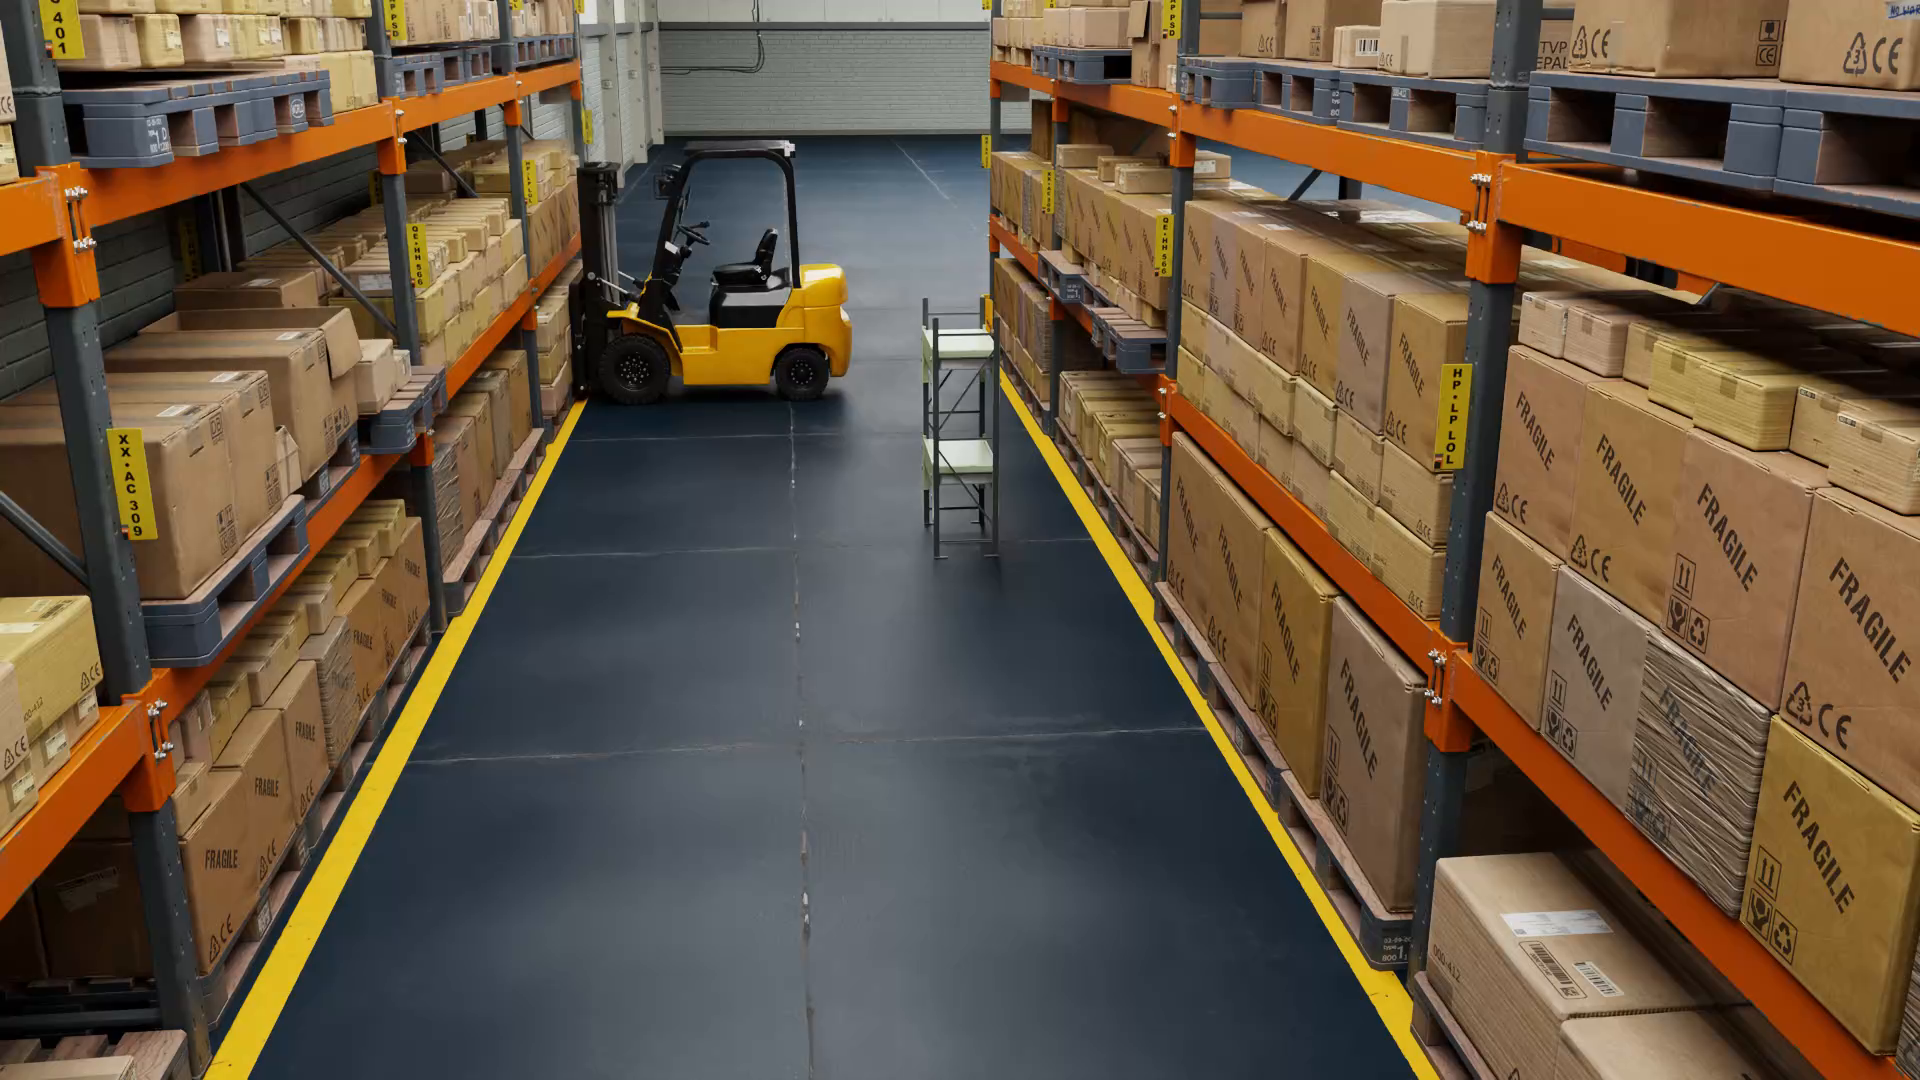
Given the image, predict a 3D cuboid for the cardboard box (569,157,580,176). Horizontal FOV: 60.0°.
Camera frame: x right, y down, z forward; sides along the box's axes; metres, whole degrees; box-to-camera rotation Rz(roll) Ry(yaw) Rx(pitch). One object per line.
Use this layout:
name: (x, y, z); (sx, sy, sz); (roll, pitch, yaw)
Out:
cardboard box: (-3.762, -3.488, 15.528); (0.380, 0.149, 0.250); (-1, 17, -5)

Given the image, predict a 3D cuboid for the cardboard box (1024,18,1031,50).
cardboard box: (0.812, -4.191, 13.763); (0.500, 0.250, 0.500); (-2, 18, -7)

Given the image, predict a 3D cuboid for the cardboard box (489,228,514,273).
cardboard box: (-3.355, -1.984, 11.405); (0.500, 0.250, 0.500); (-2, 18, -7)

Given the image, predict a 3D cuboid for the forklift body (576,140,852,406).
forklift body: (-2.122, -2.387, 14.689); (2.313, 2.155, 1.214); (-2, 18, -6)

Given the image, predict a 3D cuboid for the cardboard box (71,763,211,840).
cardboard box: (-2.667, 0.843, 5.375); (0.380, 0.149, 0.250); (-1, 17, -3)

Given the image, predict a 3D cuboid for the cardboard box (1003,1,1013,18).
cardboard box: (0.596, -4.806, 15.059); (0.380, 0.149, 0.250); (-2, 18, -6)

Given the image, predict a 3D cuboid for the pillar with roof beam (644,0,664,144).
pillar with roof beam: (-3.769, -14.998, 43.427); (9.100, 9.000, 0.400); (-2, 18, -6)

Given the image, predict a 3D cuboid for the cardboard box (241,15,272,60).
cardboard box: (-2.655, -1.766, 5.838); (0.380, 0.149, 0.250); (-1, 17, -4)

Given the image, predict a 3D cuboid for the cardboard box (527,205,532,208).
cardboard box: (-3.519, -2.646, 12.848); (0.380, 0.149, 0.250); (-1, 17, -4)

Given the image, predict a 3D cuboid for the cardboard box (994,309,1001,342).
cardboard box: (0.613, -2.094, 16.230); (0.500, 0.250, 0.500); (-2, 18, -6)

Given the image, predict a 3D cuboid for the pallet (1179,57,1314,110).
pallet: (1.749, -2.222, 8.055); (1.213, 0.211, 1.003); (-1, 17, -3)

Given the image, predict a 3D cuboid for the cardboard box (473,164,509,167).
cardboard box: (-3.610, -2.863, 13.041); (0.380, 0.149, 0.250); (-2, 18, -7)

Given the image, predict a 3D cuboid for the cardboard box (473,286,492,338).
cardboard box: (-3.269, -1.443, 10.516); (0.500, 0.250, 0.500); (-1, 17, -4)

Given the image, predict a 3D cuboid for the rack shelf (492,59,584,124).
rack shelf: (-3.926, -3.792, 13.942); (1.077, 0.370, 4.000); (-2, 18, -6)

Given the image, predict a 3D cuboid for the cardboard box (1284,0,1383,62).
cardboard box: (1.921, -2.461, 7.634); (0.700, 0.500, 0.500); (-3, 18, -8)

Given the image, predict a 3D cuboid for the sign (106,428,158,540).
sign: (-2.356, -0.157, 4.725); (0.100, 0.325, 0.005); (-2, 18, -6)

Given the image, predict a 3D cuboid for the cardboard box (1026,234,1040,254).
cardboard box: (0.773, -2.532, 14.154); (0.380, 0.149, 0.250); (-2, 18, -6)

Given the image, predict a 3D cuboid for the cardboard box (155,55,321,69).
cardboard box: (-2.908, -1.832, 6.748); (0.500, 0.250, 0.500); (-2, 18, -6)

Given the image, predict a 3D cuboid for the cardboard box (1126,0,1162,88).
cardboard box: (1.444, -3.005, 10.062); (0.797, 0.503, 0.637); (-2, 18, -6)

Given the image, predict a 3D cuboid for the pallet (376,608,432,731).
pallet: (-3.268, 0.637, 8.295); (1.003, 0.211, 1.213); (-2, 18, -6)

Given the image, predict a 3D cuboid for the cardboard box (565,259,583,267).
cardboard box: (-3.775, -2.538, 15.975); (0.500, 0.250, 0.500); (-1, 17, -4)

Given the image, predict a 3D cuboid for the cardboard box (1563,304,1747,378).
cardboard box: (1.859, -0.536, 4.457); (0.380, 0.149, 0.250); (-2, 17, -5)

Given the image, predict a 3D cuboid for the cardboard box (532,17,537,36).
cardboard box: (-3.543, -4.040, 13.081); (0.380, 0.149, 0.250); (-1, 17, -4)

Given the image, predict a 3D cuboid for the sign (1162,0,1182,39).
sign: (1.090, -2.733, 8.503); (0.100, 0.325, 0.005); (-2, 18, -6)

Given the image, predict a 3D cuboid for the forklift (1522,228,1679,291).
forklift: (3.384, -1.220, 9.671); (1.130, 2.935, 3.031); (-1, 17, -4)

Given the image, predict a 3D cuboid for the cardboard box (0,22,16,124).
cardboard box: (-2.596, -1.091, 3.889); (0.500, 0.250, 0.500); (-2, 18, -5)

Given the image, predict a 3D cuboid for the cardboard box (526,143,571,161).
cardboard box: (-3.775, -3.550, 15.229); (0.380, 0.149, 0.250); (-1, 17, -4)

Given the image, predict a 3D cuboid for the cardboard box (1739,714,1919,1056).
cardboard box: (1.976, 0.673, 3.360); (0.500, 0.500, 0.500); (-1, 17, -4)

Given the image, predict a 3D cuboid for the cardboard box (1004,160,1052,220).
cardboard box: (0.688, -3.189, 15.163); (0.500, 0.500, 0.500); (-2, 18, -7)

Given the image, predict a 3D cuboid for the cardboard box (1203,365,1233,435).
cardboard box: (1.500, -0.694, 8.129); (0.500, 0.250, 0.500); (-2, 18, -7)

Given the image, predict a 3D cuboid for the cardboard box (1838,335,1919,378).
cardboard box: (2.370, -0.401, 4.026); (0.380, 0.149, 0.250); (-2, 18, -6)

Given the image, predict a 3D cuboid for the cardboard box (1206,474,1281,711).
cardboard box: (1.706, 0.216, 7.827); (0.875, 0.875, 0.875); (-2, 17, -5)

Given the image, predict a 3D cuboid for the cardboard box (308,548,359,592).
cardboard box: (-2.980, 0.145, 7.595); (0.380, 0.149, 0.250); (-1, 17, -4)

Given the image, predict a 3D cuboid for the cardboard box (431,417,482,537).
cardboard box: (-3.433, -0.365, 10.095); (0.875, 0.625, 0.625); (-1, 17, -4)

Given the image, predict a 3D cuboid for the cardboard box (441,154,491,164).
cardboard box: (-4.148, -3.152, 13.964); (0.380, 0.149, 0.250); (-1, 17, -4)

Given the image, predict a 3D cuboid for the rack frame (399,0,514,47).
rack frame: (-3.720, -4.971, 11.487); (1.000, 3.000, 0.127); (-2, 18, -6)

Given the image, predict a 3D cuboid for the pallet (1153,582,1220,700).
pallet: (1.636, 0.496, 8.744); (1.003, 0.211, 1.213); (-2, 18, -6)

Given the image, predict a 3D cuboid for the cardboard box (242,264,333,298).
cardboard box: (-3.542, -1.365, 8.766); (0.380, 0.149, 0.250); (-1, 17, -4)

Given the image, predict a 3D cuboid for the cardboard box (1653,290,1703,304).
cardboard box: (2.283, -0.544, 5.567); (0.500, 0.500, 0.500); (-2, 17, -5)

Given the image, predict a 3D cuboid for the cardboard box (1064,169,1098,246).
cardboard box: (1.032, -2.355, 11.807); (0.500, 0.500, 0.500); (-2, 18, -5)

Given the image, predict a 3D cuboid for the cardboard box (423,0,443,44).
cardboard box: (-3.291, -3.014, 9.228); (0.700, 0.500, 0.500); (-2, 18, -7)

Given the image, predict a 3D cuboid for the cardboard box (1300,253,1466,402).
cardboard box: (1.653, -0.835, 6.494); (0.500, 0.500, 0.500); (-1, 17, -4)

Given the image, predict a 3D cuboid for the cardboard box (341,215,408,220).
cardboard box: (-3.849, -2.048, 10.943); (0.380, 0.149, 0.250); (-2, 18, -6)

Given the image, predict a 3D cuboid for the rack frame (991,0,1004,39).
rack frame: (0.805, -6.317, 15.775); (1.000, 3.000, 0.127); (-2, 18, -6)

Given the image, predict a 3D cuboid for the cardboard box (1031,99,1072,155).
cardboard box: (1.074, -3.976, 16.001); (0.700, 0.500, 0.500); (-2, 18, -7)

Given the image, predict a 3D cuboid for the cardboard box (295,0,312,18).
cardboard box: (-2.872, -2.204, 6.769); (0.380, 0.149, 0.250); (-2, 18, -7)

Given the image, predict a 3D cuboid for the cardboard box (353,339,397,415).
cardboard box: (-2.876, -0.741, 7.580); (0.500, 0.250, 0.500); (-3, 18, -8)

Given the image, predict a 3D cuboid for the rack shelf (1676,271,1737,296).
rack shelf: (6.337, -1.507, 11.670); (1.077, 0.370, 4.000); (-2, 18, -6)

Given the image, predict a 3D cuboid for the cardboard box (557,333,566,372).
cardboard box: (-3.516, -1.539, 13.627); (0.500, 0.250, 0.500); (-2, 18, -6)

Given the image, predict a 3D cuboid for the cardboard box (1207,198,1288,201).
cardboard box: (1.753, -1.758, 9.903); (0.500, 0.500, 0.500); (-1, 17, -3)

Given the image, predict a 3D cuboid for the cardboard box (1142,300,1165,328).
cardboard box: (1.262, -1.320, 9.592); (0.380, 0.149, 0.250); (-2, 17, -5)

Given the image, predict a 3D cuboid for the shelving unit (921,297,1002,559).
shelving unit: (-0.001, -0.718, 10.459); (0.431, 1.500, 0.755); (-2, 18, -6)

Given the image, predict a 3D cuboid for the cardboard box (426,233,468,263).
cardboard box: (-3.191, -1.762, 10.033); (0.380, 0.149, 0.250); (-1, 17, -4)

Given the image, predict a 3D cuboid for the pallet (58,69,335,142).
pallet: (-3.002, -1.572, 5.982); (1.213, 0.211, 1.003); (-2, 18, -6)
